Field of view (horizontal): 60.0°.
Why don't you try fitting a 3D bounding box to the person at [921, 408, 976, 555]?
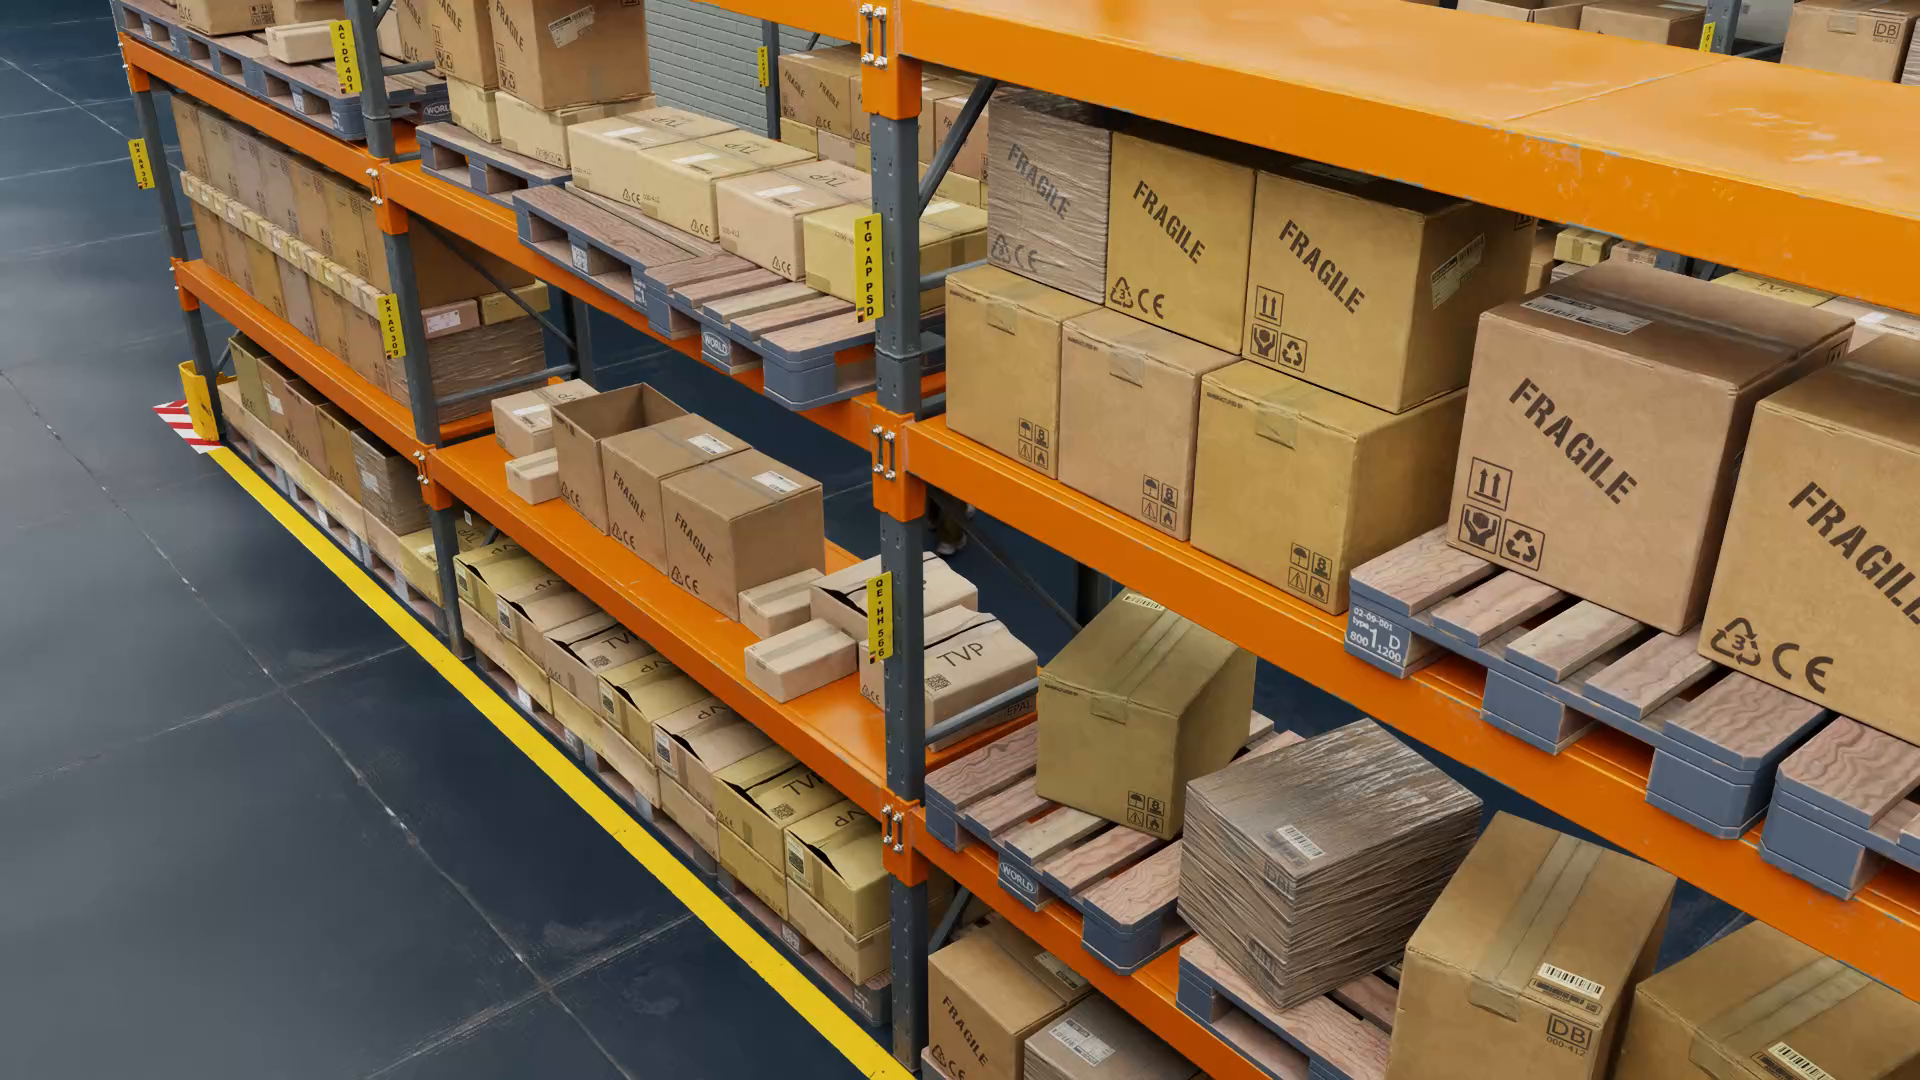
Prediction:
[{"bbox_3d":[-0.064,-0.733,10.240,0.623,1.595,0.616,-25,37,-39],"label":"person"}]
